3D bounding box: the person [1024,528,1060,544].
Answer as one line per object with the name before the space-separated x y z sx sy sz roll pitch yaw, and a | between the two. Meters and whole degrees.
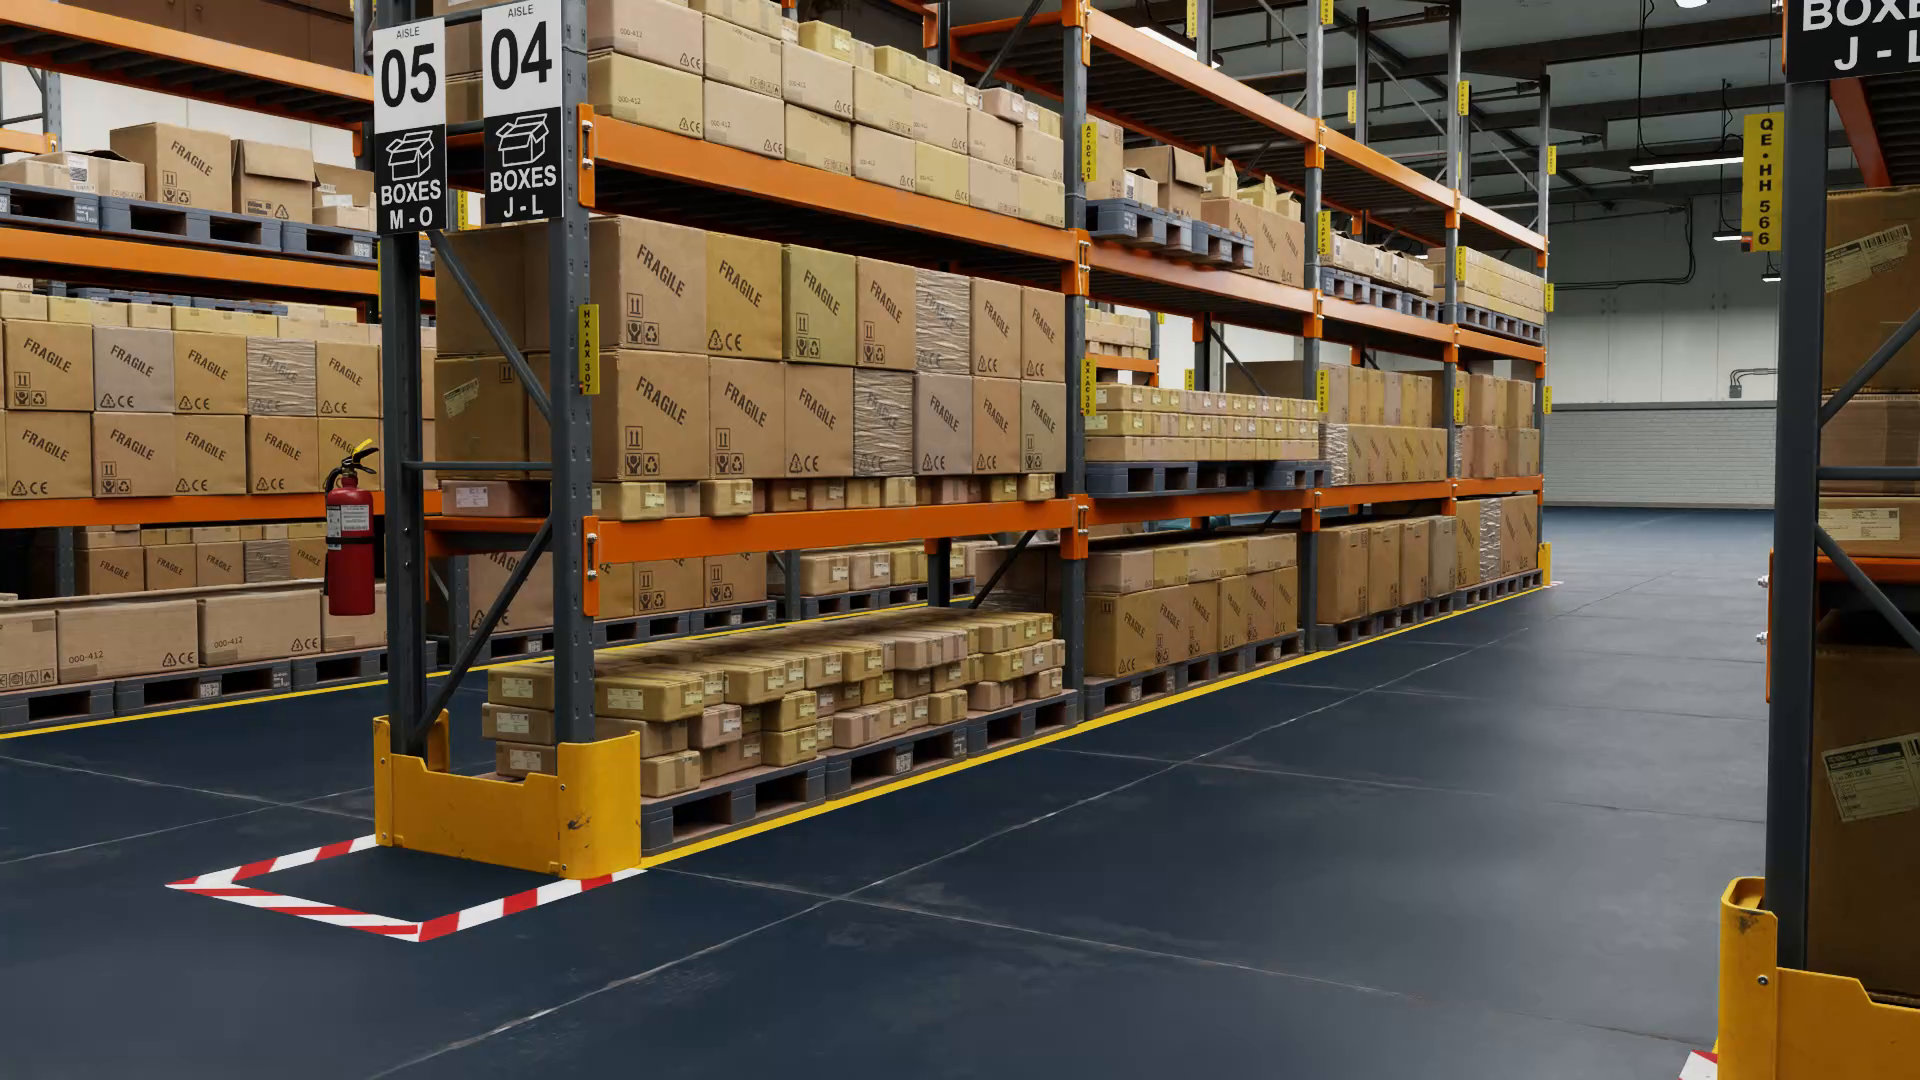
person | 0.743 -0.029 14.720 0.339 1.712 0.470 2 3 32
